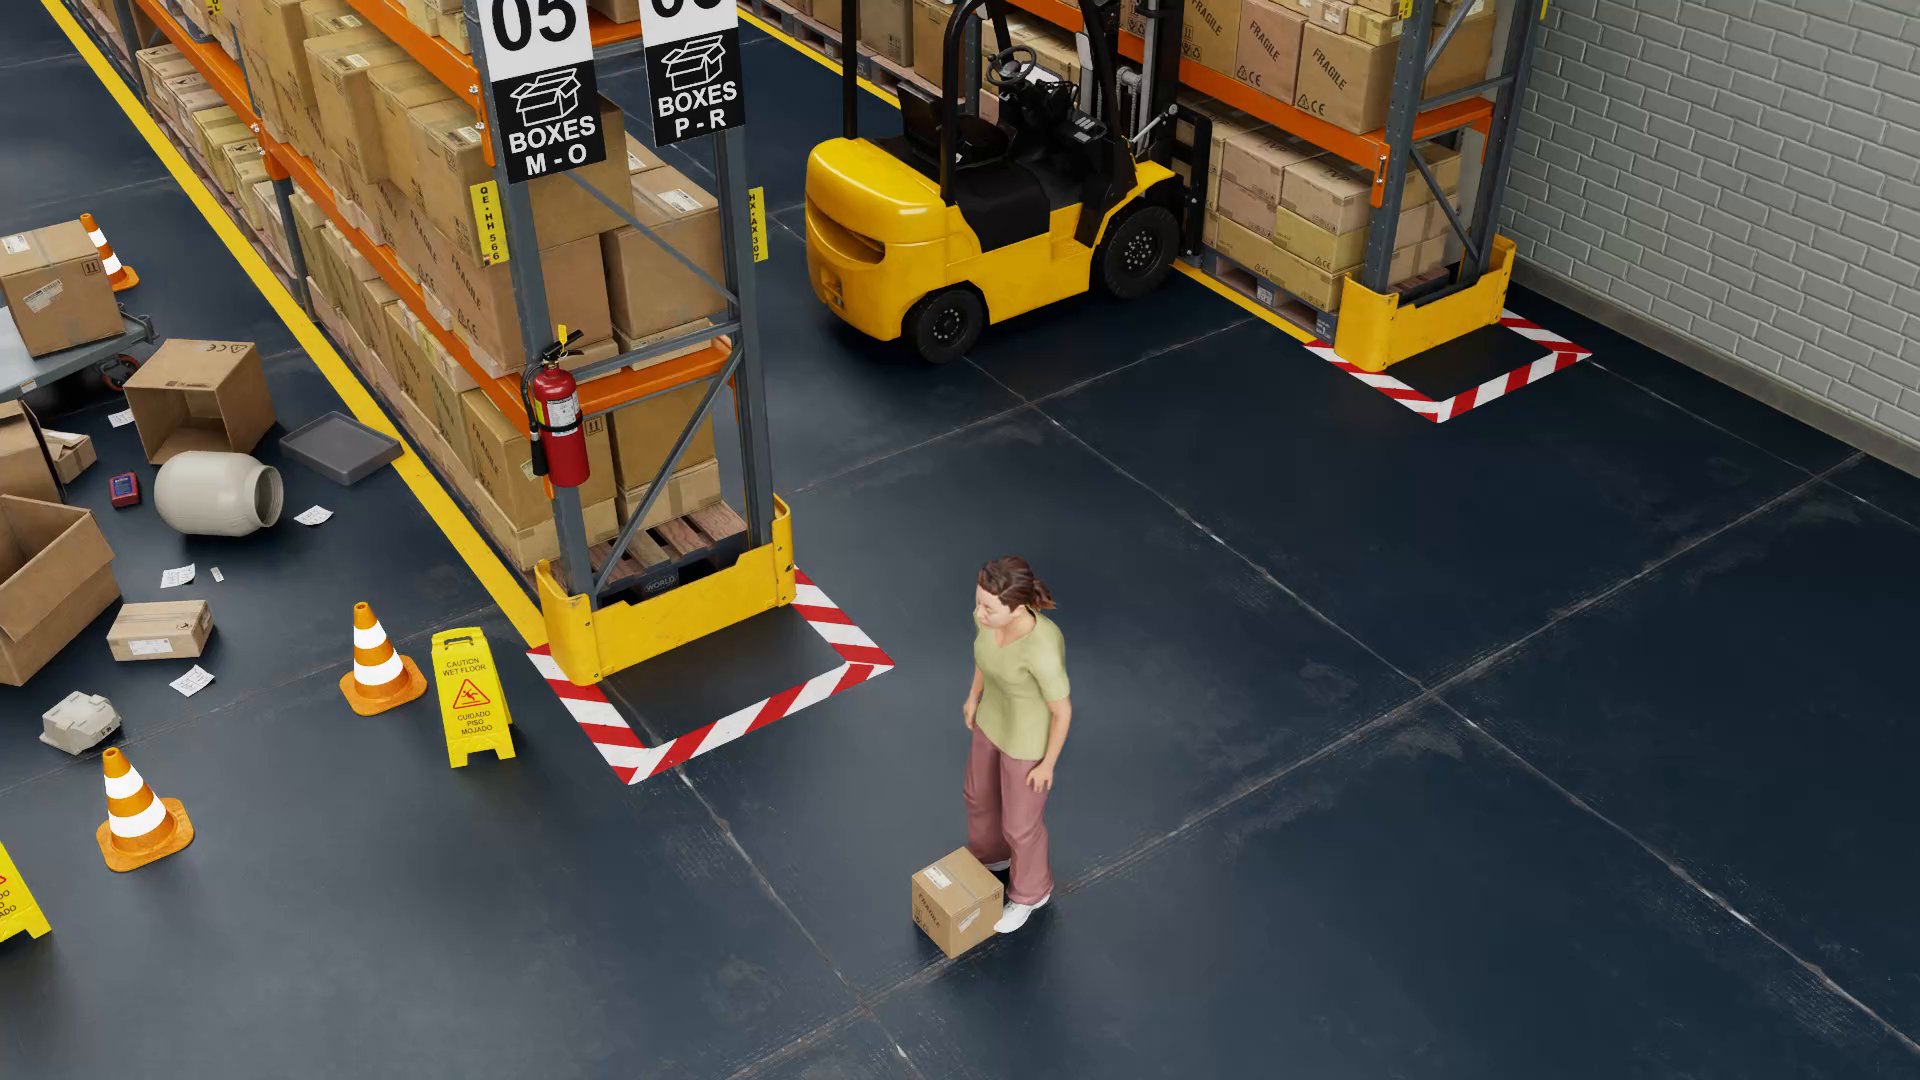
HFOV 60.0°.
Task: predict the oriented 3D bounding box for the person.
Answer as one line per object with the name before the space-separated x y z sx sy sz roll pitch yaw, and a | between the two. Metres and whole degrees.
person | 0.183 0.717 6.032 0.356 1.673 0.499 -22 42 -27
